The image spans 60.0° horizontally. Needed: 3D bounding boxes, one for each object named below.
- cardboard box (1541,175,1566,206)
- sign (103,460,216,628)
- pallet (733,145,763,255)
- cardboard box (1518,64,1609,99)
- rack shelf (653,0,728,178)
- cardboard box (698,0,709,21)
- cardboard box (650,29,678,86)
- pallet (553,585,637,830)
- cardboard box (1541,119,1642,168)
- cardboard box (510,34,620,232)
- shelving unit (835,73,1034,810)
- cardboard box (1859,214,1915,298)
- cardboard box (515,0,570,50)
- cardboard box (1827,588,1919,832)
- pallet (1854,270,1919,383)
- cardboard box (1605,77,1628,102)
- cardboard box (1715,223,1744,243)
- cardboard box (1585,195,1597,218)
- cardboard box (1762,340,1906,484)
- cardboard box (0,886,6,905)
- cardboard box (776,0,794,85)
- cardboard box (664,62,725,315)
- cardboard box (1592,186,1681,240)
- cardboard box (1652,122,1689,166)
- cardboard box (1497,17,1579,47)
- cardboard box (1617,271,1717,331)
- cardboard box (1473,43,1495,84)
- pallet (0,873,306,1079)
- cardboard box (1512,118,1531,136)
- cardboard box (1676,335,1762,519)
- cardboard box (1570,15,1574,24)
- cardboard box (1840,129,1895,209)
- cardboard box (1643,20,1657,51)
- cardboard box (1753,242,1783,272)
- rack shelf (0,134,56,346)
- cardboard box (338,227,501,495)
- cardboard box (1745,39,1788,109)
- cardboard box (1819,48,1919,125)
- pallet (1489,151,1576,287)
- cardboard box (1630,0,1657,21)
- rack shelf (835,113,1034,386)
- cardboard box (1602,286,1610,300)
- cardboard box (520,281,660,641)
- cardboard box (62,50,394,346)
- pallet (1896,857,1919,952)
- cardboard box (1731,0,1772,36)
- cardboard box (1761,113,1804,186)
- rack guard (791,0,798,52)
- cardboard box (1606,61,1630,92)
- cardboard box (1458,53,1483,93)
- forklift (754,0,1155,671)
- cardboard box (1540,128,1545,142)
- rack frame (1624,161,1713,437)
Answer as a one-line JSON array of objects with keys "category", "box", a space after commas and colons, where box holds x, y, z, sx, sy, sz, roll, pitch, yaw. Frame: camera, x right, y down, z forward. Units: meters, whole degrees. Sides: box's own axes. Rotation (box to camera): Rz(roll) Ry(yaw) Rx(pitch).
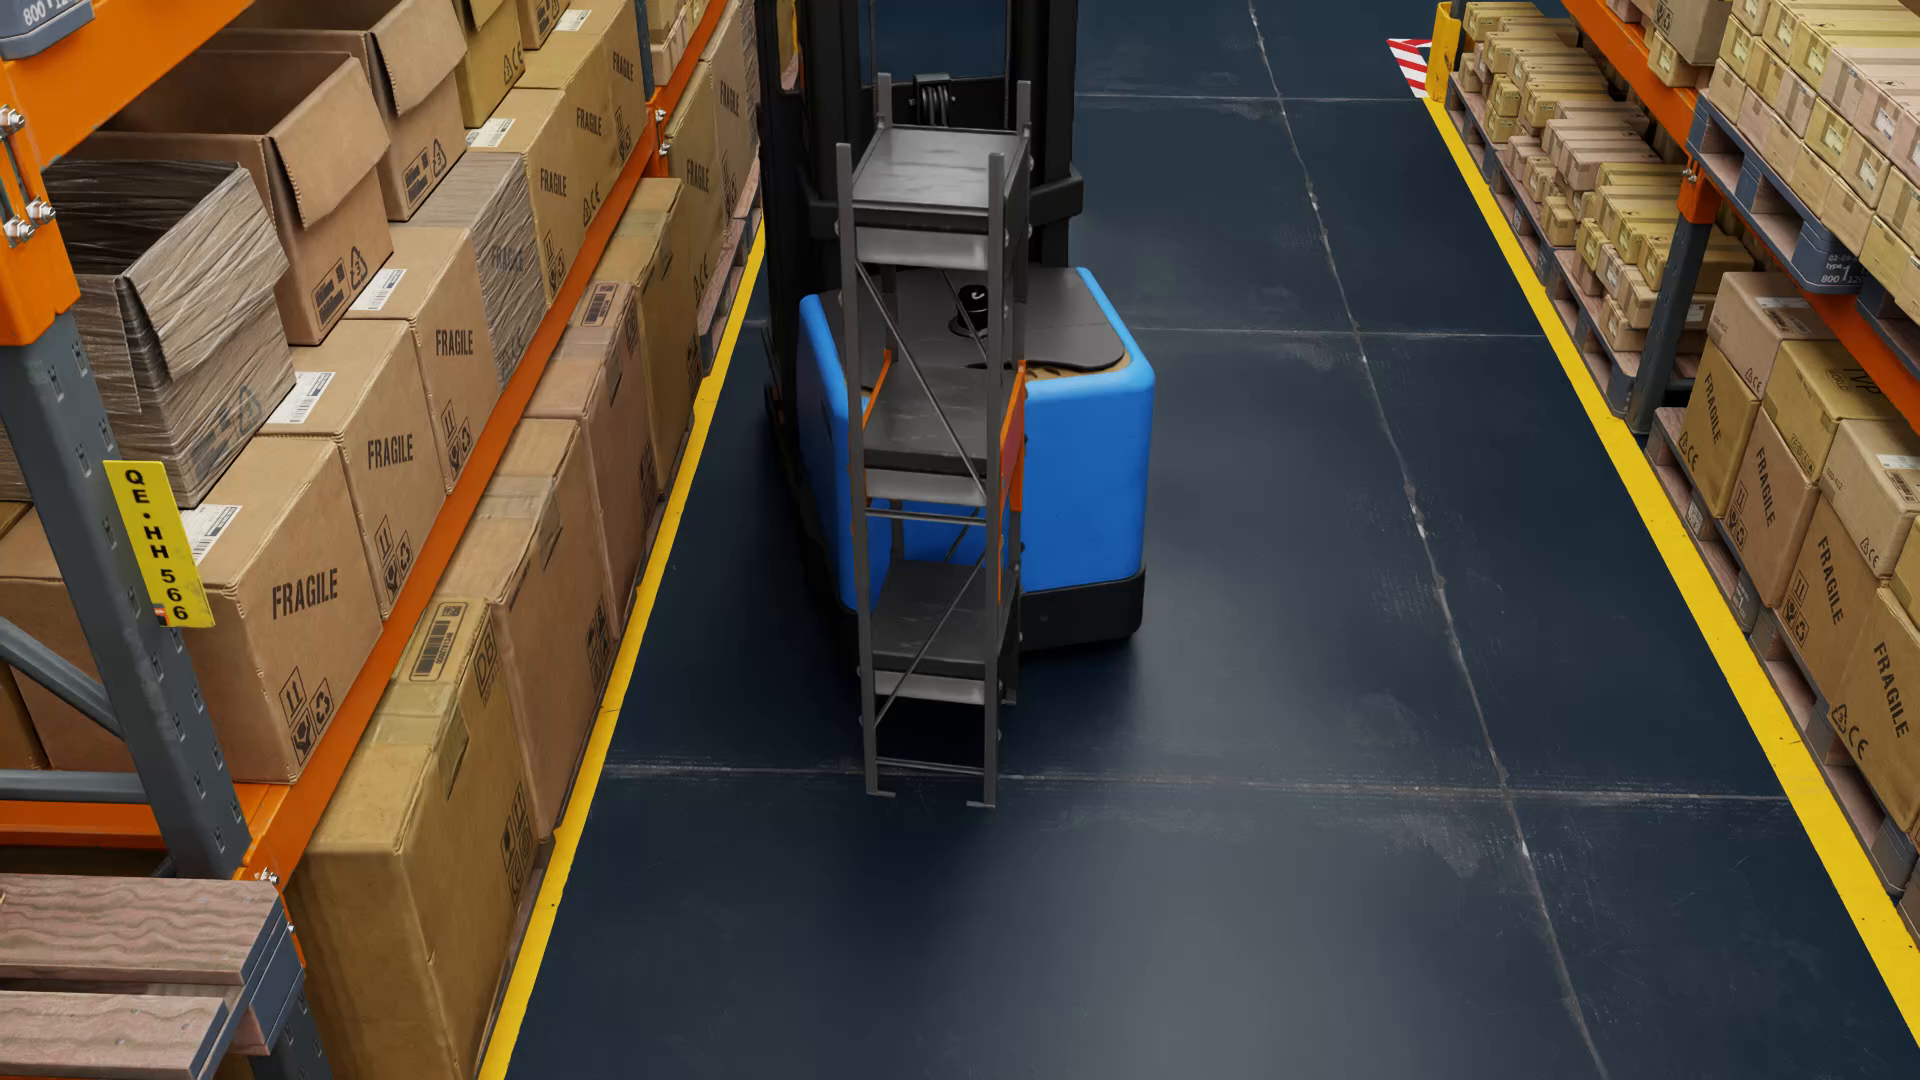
[{"category": "cardboard box", "box": [3.070, -1.662, 8.120, 0.380, 0.149, 0.250, 2, 35, 3]}, {"category": "sign", "box": [-1.294, 0.011, 2.687, 0.100, 0.325, 0.005, 1, 35, 2]}, {"category": "pallet", "box": [-1.521, -1.850, 8.699, 1.003, 0.211, 1.213, 1, 35, 2]}, {"category": "cardboard box", "box": [3.099, -2.328, 8.550, 0.380, 0.149, 0.250, 3, 35, 4]}, {"category": "rack shelf", "box": [-1.596, -2.708, 8.120, 1.077, 0.370, 4.000, 1, 35, 2]}, {"category": "cardboard box", "box": [-1.303, -2.366, 7.226, 0.380, 0.149, 0.250, 0, 35, 1]}, {"category": "cardboard box", "box": [-1.332, -1.912, 6.581, 0.380, 0.149, 0.250, 1, 35, 2]}, {"category": "pallet", "box": [-1.678, 0.436, 5.446, 1.003, 0.211, 1.213, 1, 35, 2]}, {"category": "cardboard box", "box": [3.009, -1.891, 7.928, 0.380, 0.149, 0.250, 0, 35, 0]}, {"category": "cardboard box", "box": [-1.449, -1.335, 5.453, 0.500, 0.500, 0.500, 2, 35, 3]}, {"category": "shelving unit", "box": [-0.053, -0.196, 4.702, 0.431, 2.100, 0.503, 5, 35, 8]}, {"category": "cardboard box", "box": [2.753, -0.783, 4.609, 0.380, 0.149, 0.250, 1, 35, 1]}, {"category": "cardboard box", "box": [-1.694, -1.937, 5.438, 0.797, 0.503, 0.637, 0, 35, 1]}, {"category": "cardboard box", "box": [2.910, 0.482, 4.764, 0.500, 0.500, 0.500, 0, 35, 0]}, {"category": "pallet", "box": [3.153, -0.442, 4.437, 1.003, 0.211, 1.213, 1, 35, 2]}, {"category": "cardboard box", "box": [3.567, -2.345, 8.833, 0.380, 0.149, 0.250, 1, 35, 1]}, {"category": "cardboard box", "box": [3.504, -1.297, 7.342, 0.380, 0.149, 0.250, 1, 35, 2]}, {"category": "cardboard box", "box": [3.070, -1.448, 7.556, 0.380, 0.149, 0.250, 2, 35, 2]}, {"category": "cardboard box", "box": [2.963, -0.412, 5.384, 0.500, 0.250, 0.500, 2, 35, 3]}, {"category": "cardboard box", "box": [-1.819, 0.544, 2.415, 0.500, 0.500, 0.500, -3, 35, -4]}, {"category": "cardboard box", "box": [-1.461, -3.084, 9.512, 0.875, 0.875, 0.875, 1, 35, 2]}, {"category": "cardboard box", "box": [-1.570, -1.533, 7.305, 0.875, 0.875, 0.875, 1, 35, 2]}, {"category": "cardboard box", "box": [3.003, -1.430, 7.273, 0.380, 0.149, 0.250, 1, 35, 1]}, {"category": "cardboard box", "box": [3.536, -1.879, 7.911, 0.380, 0.149, 0.250, 0, 35, 0]}, {"category": "cardboard box", "box": [3.185, -2.773, 9.183, 0.380, 0.149, 0.250, 2, 35, 3]}, {"category": "cardboard box", "box": [2.971, -0.996, 6.913, 0.380, 0.149, 0.250, 2, 35, 3]}, {"category": "cardboard box", "box": [3.091, -2.654, 9.274, 0.380, 0.149, 0.250, 1, 35, 2]}, {"category": "pallet", "box": [-1.759, 0.936, 2.477, 1.213, 0.211, 1.003, 1, 35, 2]}, {"category": "cardboard box", "box": [3.129, -2.102, 8.746, 0.380, 0.149, 0.250, 1, 35, 2]}, {"category": "cardboard box", "box": [2.981, -0.411, 6.035, 0.500, 0.500, 0.500, 3, 35, 4]}, {"category": "cardboard box", "box": [3.668, -2.917, 9.389, 0.380, 0.149, 0.250, 2, 35, 2]}, {"category": "cardboard box", "box": [2.763, -1.054, 4.735, 0.380, 0.149, 0.250, 3, 35, 4]}, {"category": "cardboard box", "box": [3.025, -2.050, 6.776, 0.380, 0.149, 0.250, 3, 35, 4]}, {"category": "cardboard box", "box": [3.496, -1.122, 6.835, 0.380, 0.149, 0.250, 3, 35, 4]}, {"category": "rack shelf", "box": [-1.917, 0.661, 0.717, 1.077, 0.370, 4.000, 1, 35, 2]}, {"category": "cardboard box", "box": [-1.510, -0.459, 4.208, 0.500, 0.500, 0.500, 1, 35, 1]}, {"category": "cardboard box", "box": [2.792, -1.506, 5.379, 0.380, 0.149, 0.250, 1, 35, 1]}, {"category": "cardboard box", "box": [2.770, -1.326, 4.864, 0.380, 0.149, 0.250, 1, 35, 1]}, {"category": "pallet", "box": [3.313, -1.629, 8.384, 1.003, 0.211, 1.213, 1, 35, 2]}, {"category": "cardboard box", "box": [3.035, -2.426, 6.747, 0.500, 0.500, 0.500, 0, 35, 1]}, {"category": "rack shelf", "box": [-0.055, -0.758, 4.307, 0.431, 0.518, 0.480, 5, 35, 8]}, {"category": "cardboard box", "box": [3.045, -1.066, 7.272, 0.380, 0.149, 0.250, 2, 35, 3]}, {"category": "cardboard box", "box": [-1.717, -0.274, 5.514, 1.225, 0.875, 0.875, 0, 35, 0]}, {"category": "cardboard box", "box": [-1.763, -0.800, 3.820, 0.797, 0.503, 0.637, 2, 35, 3]}, {"category": "pallet", "box": [3.148, 1.310, 4.203, 1.003, 0.211, 1.213, 1, 35, 2]}, {"category": "cardboard box", "box": [2.800, -1.777, 5.506, 0.380, 0.149, 0.250, 3, 35, 4]}, {"category": "cardboard box", "box": [2.781, -1.231, 5.246, 0.380, 0.149, 0.250, 2, 35, 2]}, {"category": "rack guard", "box": [-1.515, -3.142, 10.286, 1.175, 0.500, 0.348, 1, 35, 2]}, {"category": "cardboard box", "box": [3.643, -2.475, 8.760, 0.380, 0.149, 0.250, 0, 35, 0]}, {"category": "cardboard box", "box": [3.095, -2.690, 9.583, 0.380, 0.149, 0.250, 2, 35, 3]}, {"category": "forklift", "box": [-0.197, -1.604, 5.983, 1.130, 2.935, 3.031, -7, 36, -10]}, {"category": "cardboard box", "box": [3.166, -2.055, 8.421, 0.380, 0.149, 0.250, 3, 35, 4]}, {"category": "rack frame", "box": [3.276, -1.680, 6.032, 1.000, 3.000, 0.127, 1, 35, 2]}]
